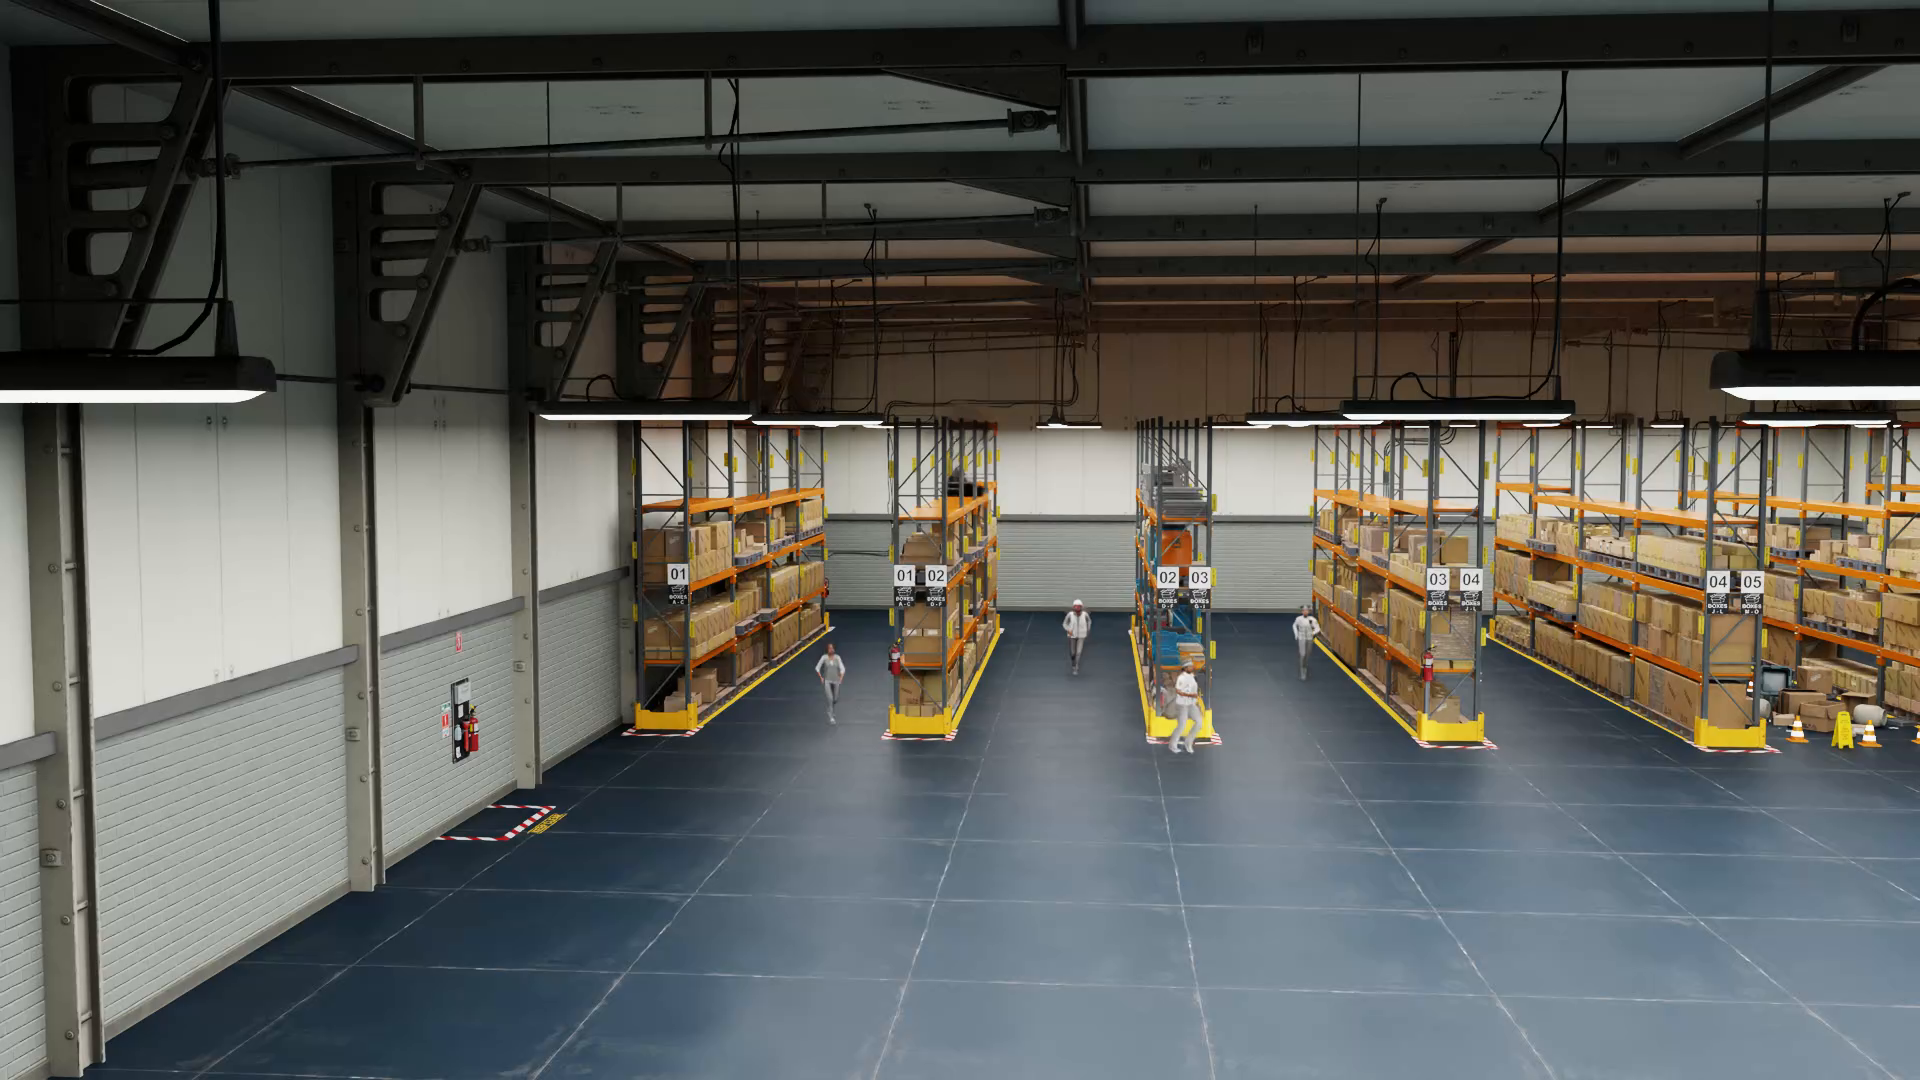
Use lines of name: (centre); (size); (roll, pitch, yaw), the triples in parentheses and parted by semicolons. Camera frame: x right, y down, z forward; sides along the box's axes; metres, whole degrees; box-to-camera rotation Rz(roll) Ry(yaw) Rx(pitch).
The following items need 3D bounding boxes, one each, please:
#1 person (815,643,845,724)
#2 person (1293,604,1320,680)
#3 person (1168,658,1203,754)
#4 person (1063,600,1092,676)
person: (-2.559, 2.803, 32.743); (0.566, 1.575, 0.718); (-1, 4, -16)
person: (8.056, 2.352, 38.682); (0.605, 1.745, 0.790); (0, 4, 6)
person: (4.047, 2.954, 29.588); (0.644, 1.723, 0.580); (4, 5, 44)
person: (2.778, 2.289, 39.391); (0.683, 1.762, 0.890); (0, 4, 2)
